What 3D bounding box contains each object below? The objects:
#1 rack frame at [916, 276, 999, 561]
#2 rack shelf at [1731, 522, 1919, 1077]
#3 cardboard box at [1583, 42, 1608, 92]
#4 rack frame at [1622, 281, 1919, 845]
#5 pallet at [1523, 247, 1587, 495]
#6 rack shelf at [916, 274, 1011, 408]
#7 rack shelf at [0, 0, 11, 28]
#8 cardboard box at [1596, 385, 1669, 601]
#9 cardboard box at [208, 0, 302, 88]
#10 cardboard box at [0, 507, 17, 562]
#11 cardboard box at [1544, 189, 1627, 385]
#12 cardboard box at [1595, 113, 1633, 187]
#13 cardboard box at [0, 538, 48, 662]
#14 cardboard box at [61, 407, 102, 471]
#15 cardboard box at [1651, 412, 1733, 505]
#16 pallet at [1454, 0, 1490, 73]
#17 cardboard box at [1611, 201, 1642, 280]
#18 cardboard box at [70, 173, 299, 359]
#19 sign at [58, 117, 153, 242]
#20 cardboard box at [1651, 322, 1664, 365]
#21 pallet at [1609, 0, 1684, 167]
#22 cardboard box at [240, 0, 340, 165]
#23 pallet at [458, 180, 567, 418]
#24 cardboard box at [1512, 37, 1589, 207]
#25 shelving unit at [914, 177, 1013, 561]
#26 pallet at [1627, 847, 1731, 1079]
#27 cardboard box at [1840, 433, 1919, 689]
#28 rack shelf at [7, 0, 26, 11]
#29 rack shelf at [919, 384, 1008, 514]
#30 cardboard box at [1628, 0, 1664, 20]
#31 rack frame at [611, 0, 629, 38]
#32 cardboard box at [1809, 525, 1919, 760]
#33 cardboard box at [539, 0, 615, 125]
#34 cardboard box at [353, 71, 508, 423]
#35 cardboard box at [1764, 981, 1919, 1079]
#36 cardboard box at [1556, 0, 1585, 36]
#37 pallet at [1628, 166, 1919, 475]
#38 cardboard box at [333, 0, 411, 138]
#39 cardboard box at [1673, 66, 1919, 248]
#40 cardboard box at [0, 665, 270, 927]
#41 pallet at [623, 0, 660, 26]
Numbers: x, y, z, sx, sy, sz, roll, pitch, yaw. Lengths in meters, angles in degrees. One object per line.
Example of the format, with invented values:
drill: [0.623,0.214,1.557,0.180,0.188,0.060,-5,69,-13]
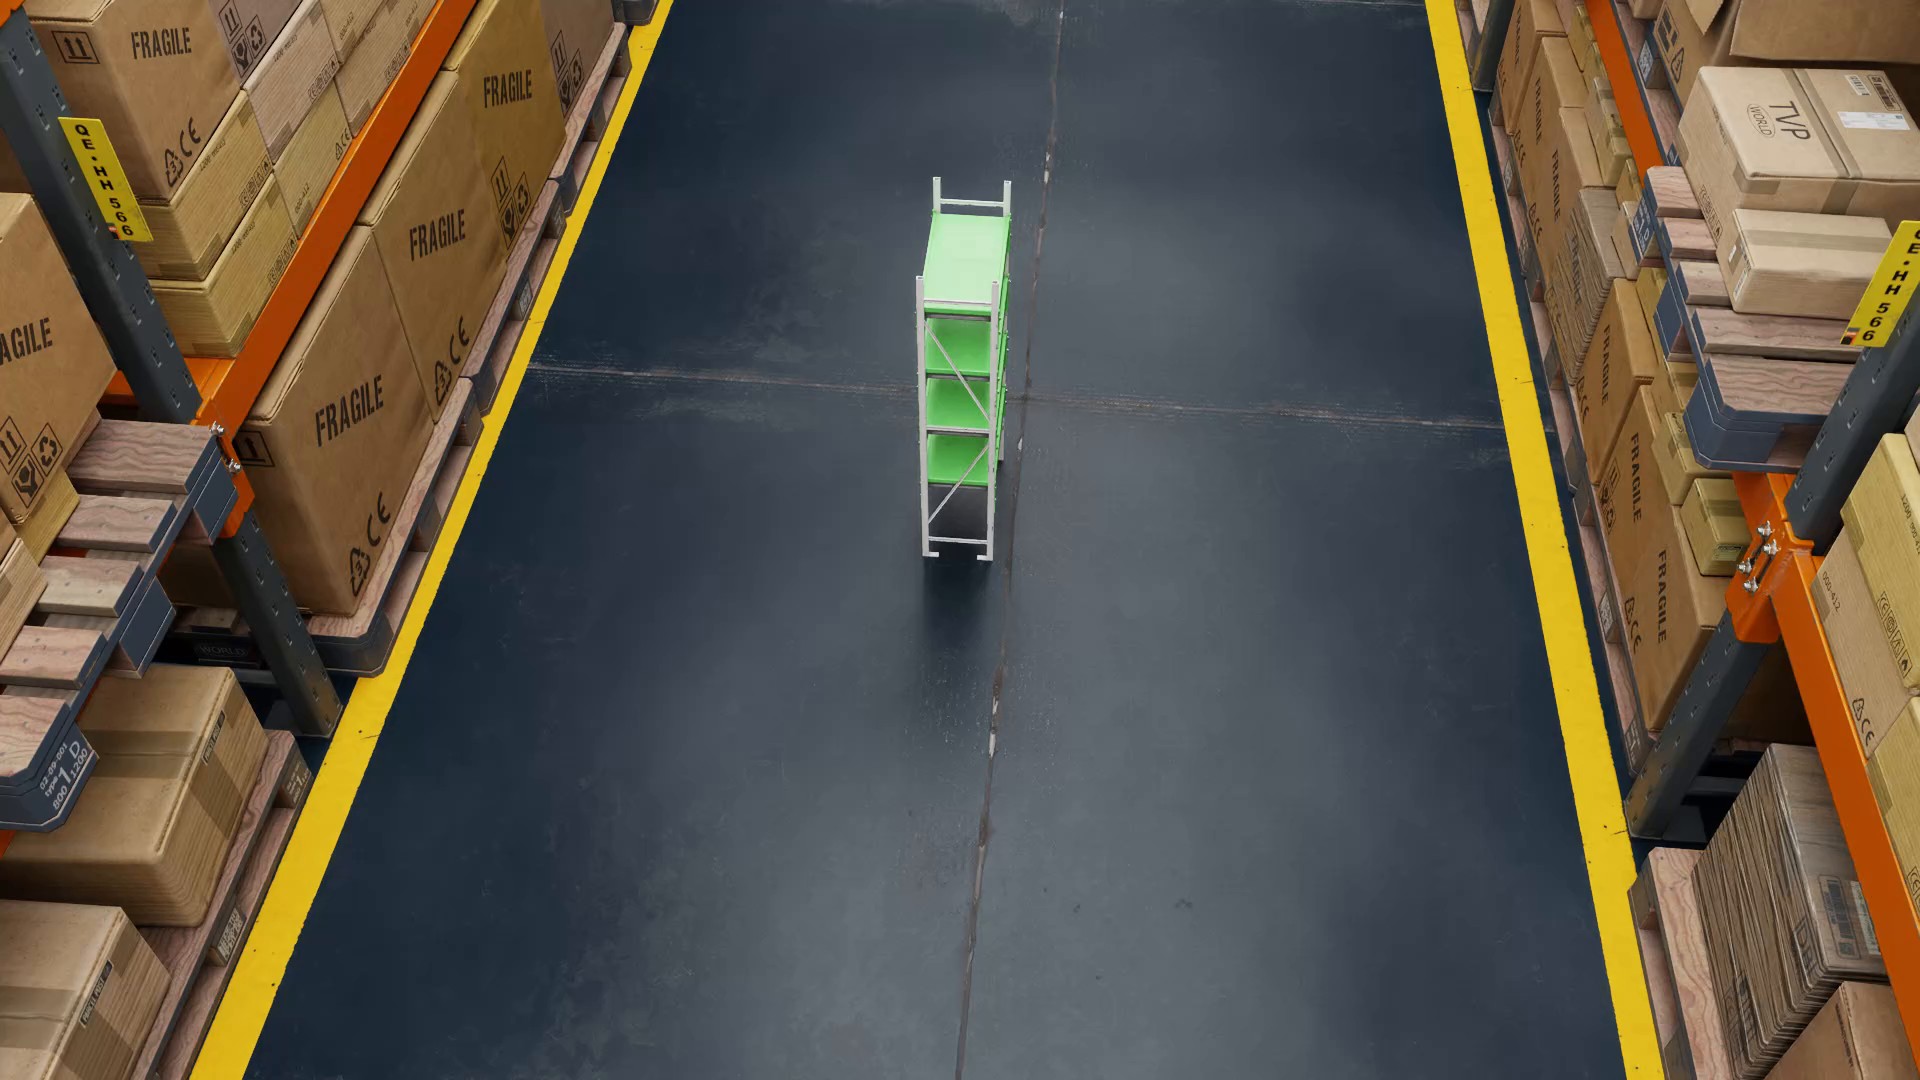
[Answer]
rack frame: [-0.007,-0.347,5.255,0.240,1.200,0.015,4,48,4]
rack shelf: [2.309,1.576,2.763,1.077,0.370,4.000,4,48,4]
cardboard box: [2.587,-1.747,6.285,0.380,0.149,0.250,3,48,3]
rack frame: [2.492,-0.136,3.842,1.000,3.000,0.127,4,48,4]
pallet: [2.711,-0.635,6.188,1.003,0.211,1.213,4,48,4]
rack shelf: [0.015,-0.645,5.289,0.258,0.148,0.480,4,48,4]
rack shelf: [-2.634,0.233,1.959,1.077,0.370,4.000,4,48,4]
cardboard box: [2.372,-0.127,5.243,0.500,0.500,0.500,3,48,3]
cardboard box: [-2.128,-1.550,4.389,0.500,0.500,0.500,4,48,4]
cardboard box: [-2.253,-0.010,3.172,0.500,0.500,0.500,3,48,3]
cardboard box: [2.446,-0.894,5.945,0.500,0.500,0.500,2,48,2]
cardboard box: [2.502,-1.383,5.952,0.380,0.149,0.250,5,48,5]
cardboard box: [-2.178,0.122,3.491,0.380,0.149,0.250,4,48,3]
cardboard box: [-2.247,-0.268,3.848,0.380,0.149,0.250,5,48,5]
cardboard box: [2.278,-0.236,4.903,0.380,0.149,0.250,2,48,2]
pallet: [2.920,-2.639,8.021,1.003,0.211,1.213,4,48,4]
cardboard box: [2.433,-1.006,5.607,0.380,0.149,0.250,2,48,2]
cardboard box: [-2.157,-0.760,4.514,0.500,0.250,0.500,3,48,3]
sign: [-1.910,-0.802,3.720,0.100,0.325,0.005,4,48,4]
cardboard box: [2.416,-0.618,5.252,0.380,0.149,0.250,5,48,5]
pallet: [2.664,-1.501,5.220,1.003,0.211,1.213,4,48,4]
cardboard box: [-2.111,-1.321,4.688,0.500,0.250,0.500,5,48,4]
pallet: [-2.191,-0.995,6.517,1.003,0.211,1.213,4,48,4]
cardboard box: [2.549,-1.642,6.628,0.500,0.500,0.500,3,48,3]
shelving unit: [0.015,-0.527,5.419,0.258,1.200,0.503,4,48,4]
pallet: [2.378,1.407,4.320,1.003,0.211,1.213,4,48,4]
cardboard box: [2.183,0.053,3.431,0.500,0.250,0.500,4,48,3]
rack shelf: [-2.269,-2.707,4.648,1.077,0.370,4.000,4,48,4]
rack shelf: [0.015,-0.322,5.643,0.258,0.148,0.480,4,48,4]
cardboard box: [2.471,-1.954,5.152,0.700,0.500,0.500,4,48,3]
rack frame: [-2.087,-3.407,6.833,1.000,3.000,0.127,4,48,4]
cardboard box: [2.208,0.224,3.614,0.500,0.250,0.500,4,48,4]
cardboard box: [-2.064,-2.370,7.041,0.875,0.875,0.875,5,48,5]
cardboard box: [-2.221,-1.049,5.832,0.875,0.875,0.875,4,48,4]
cardboard box: [2.369,1.461,3.705,0.875,0.625,0.625,5,48,5]
cardboard box: [2.610,-2.138,6.643,0.380,0.149,0.250,3,48,2]
pallet: [2.484,-0.574,4.373,1.213,0.211,1.003,4,48,4]
cardboard box: [-2.074,-1.523,5.212,0.500,0.250,0.500,5,48,5]
cardboard box: [2.265,-1.025,4.471,0.500,0.250,0.500,2,48,2]
cardboard box: [-2.513,0.692,4.580,0.950,0.372,0.625,1,48,1]
pallet: [-1.940,-3.019,8.368,1.003,0.211,1.213,4,48,4]
